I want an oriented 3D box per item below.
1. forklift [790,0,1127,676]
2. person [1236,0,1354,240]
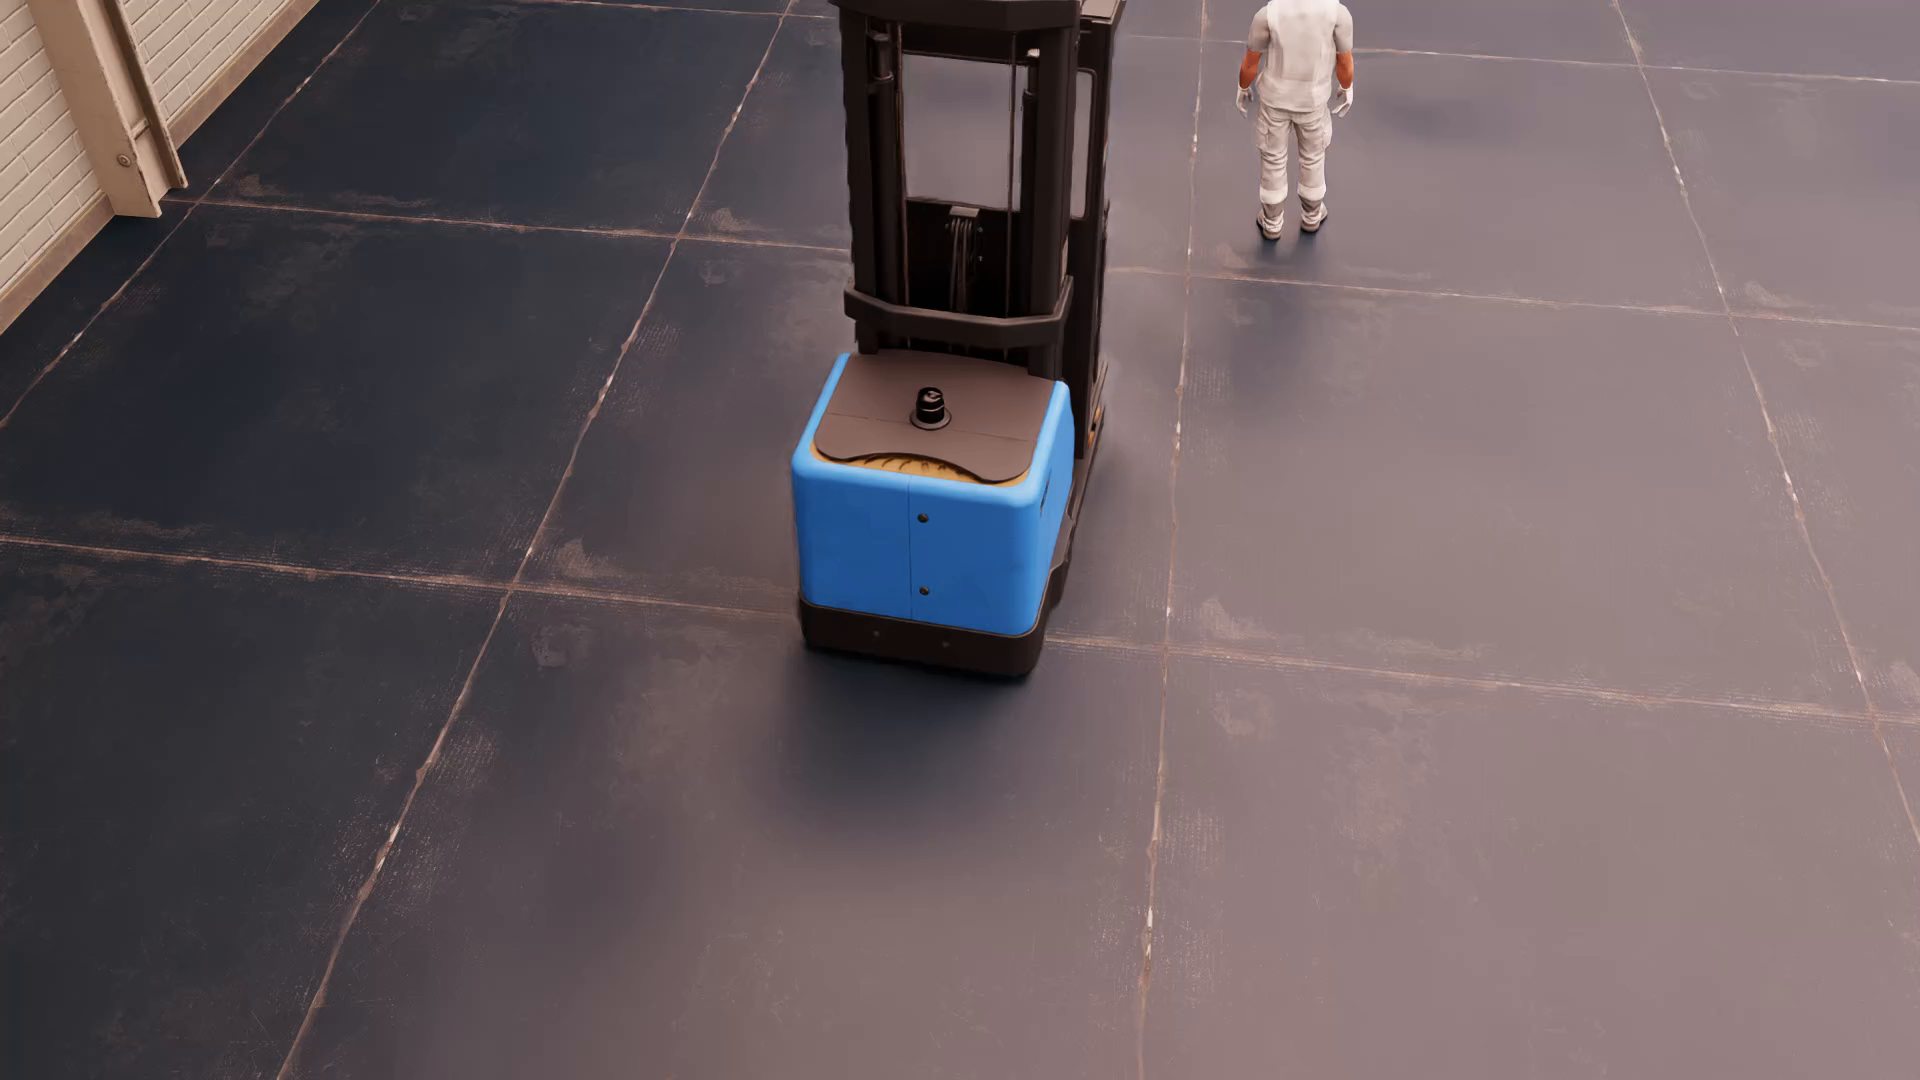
[{"bbox_3d":[0.118,-1.503,7.360,1.130,2.935,3.031,8,43,9],"label":"forklift"},{"bbox_3d":[1.872,-2.513,9.292,0.638,1.789,0.563,6,43,6],"label":"person"}]
